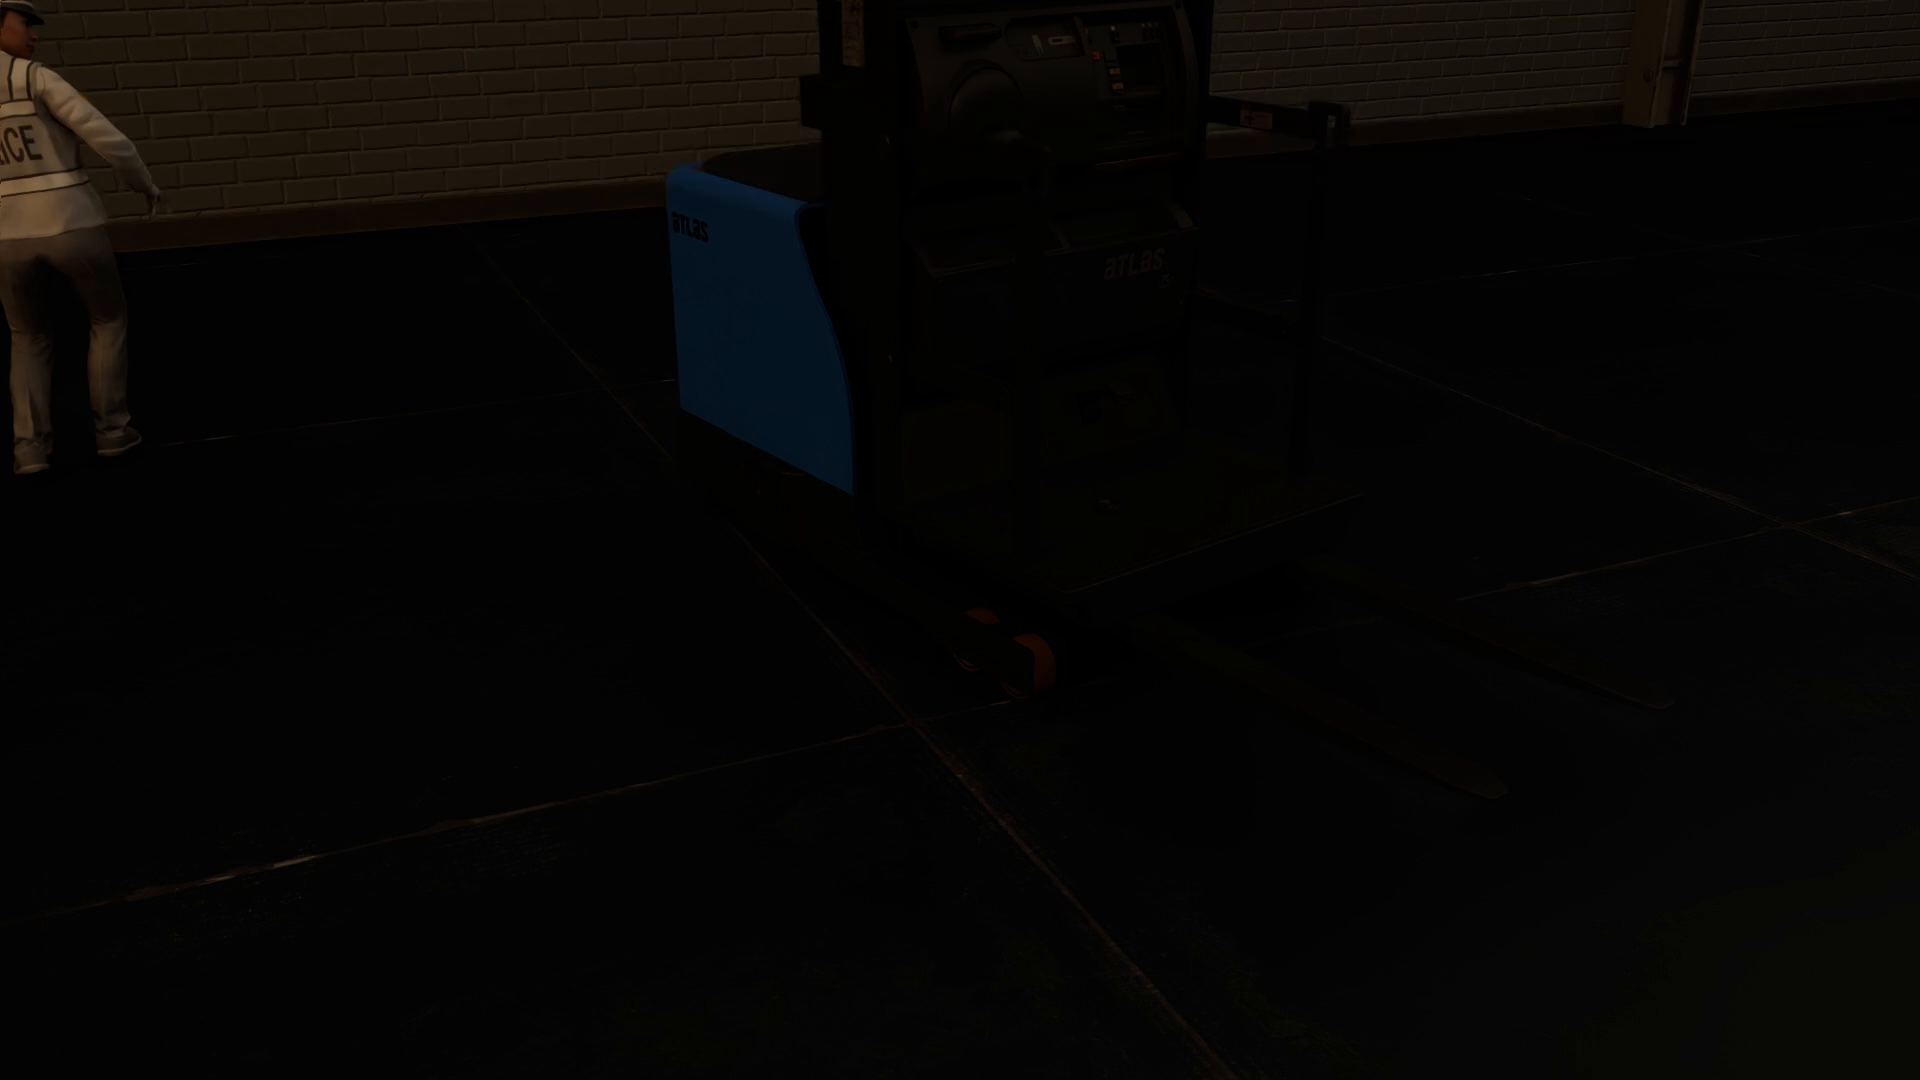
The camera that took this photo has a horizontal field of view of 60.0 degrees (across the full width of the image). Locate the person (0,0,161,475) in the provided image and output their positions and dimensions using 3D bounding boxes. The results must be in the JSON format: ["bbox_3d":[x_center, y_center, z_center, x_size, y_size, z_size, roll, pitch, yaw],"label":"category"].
[{"bbox_3d":[-3.025,-1.018,5.510,0.729,1.628,0.624,-4,23,-8],"label":"person"}]

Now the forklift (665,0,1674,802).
[{"bbox_3d":[0.386,-1.170,4.103,1.130,2.935,3.031,-17,28,-35],"label":"forklift"}]
